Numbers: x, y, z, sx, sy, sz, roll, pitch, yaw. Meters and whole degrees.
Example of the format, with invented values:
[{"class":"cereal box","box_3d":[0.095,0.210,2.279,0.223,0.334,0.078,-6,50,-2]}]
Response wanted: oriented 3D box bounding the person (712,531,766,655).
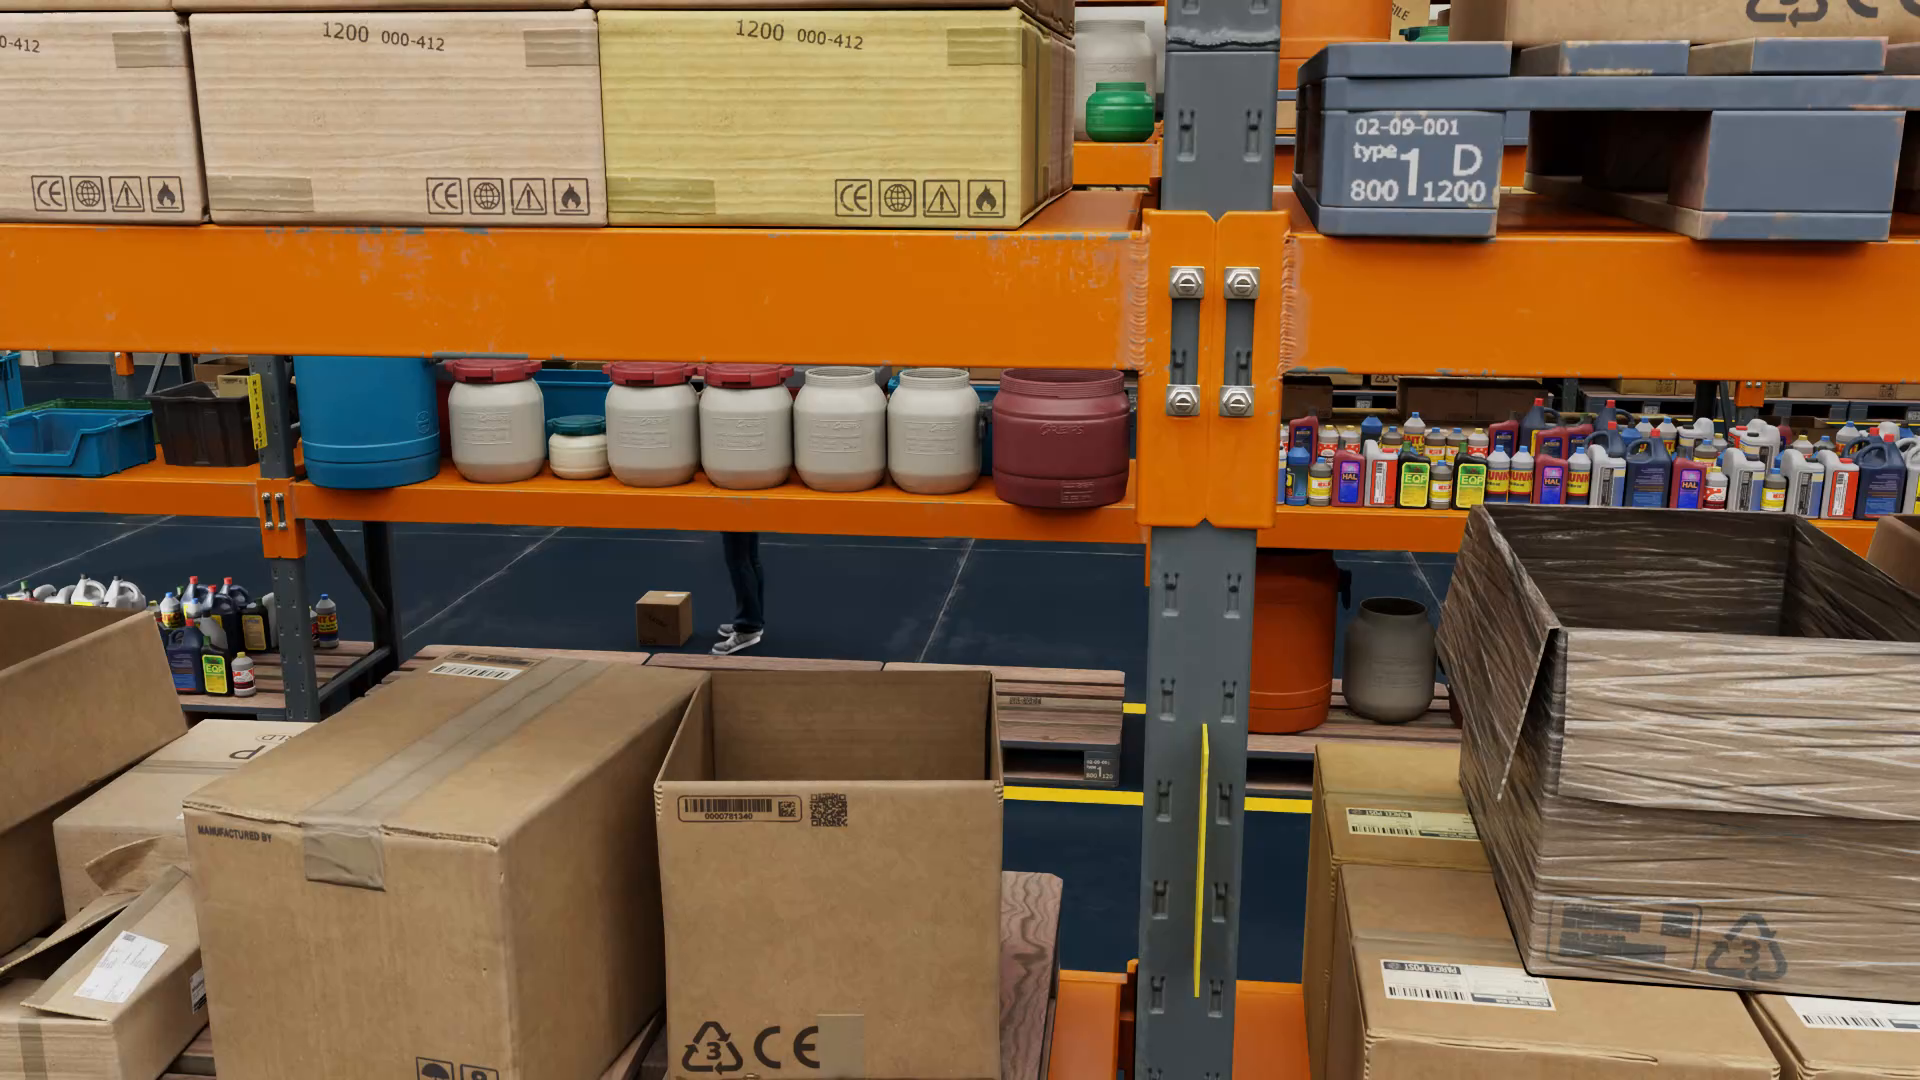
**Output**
[{"class":"person","box_3d":[-1.230,-0.201,9.260,0.348,1.604,0.547,3,15,12]}]
